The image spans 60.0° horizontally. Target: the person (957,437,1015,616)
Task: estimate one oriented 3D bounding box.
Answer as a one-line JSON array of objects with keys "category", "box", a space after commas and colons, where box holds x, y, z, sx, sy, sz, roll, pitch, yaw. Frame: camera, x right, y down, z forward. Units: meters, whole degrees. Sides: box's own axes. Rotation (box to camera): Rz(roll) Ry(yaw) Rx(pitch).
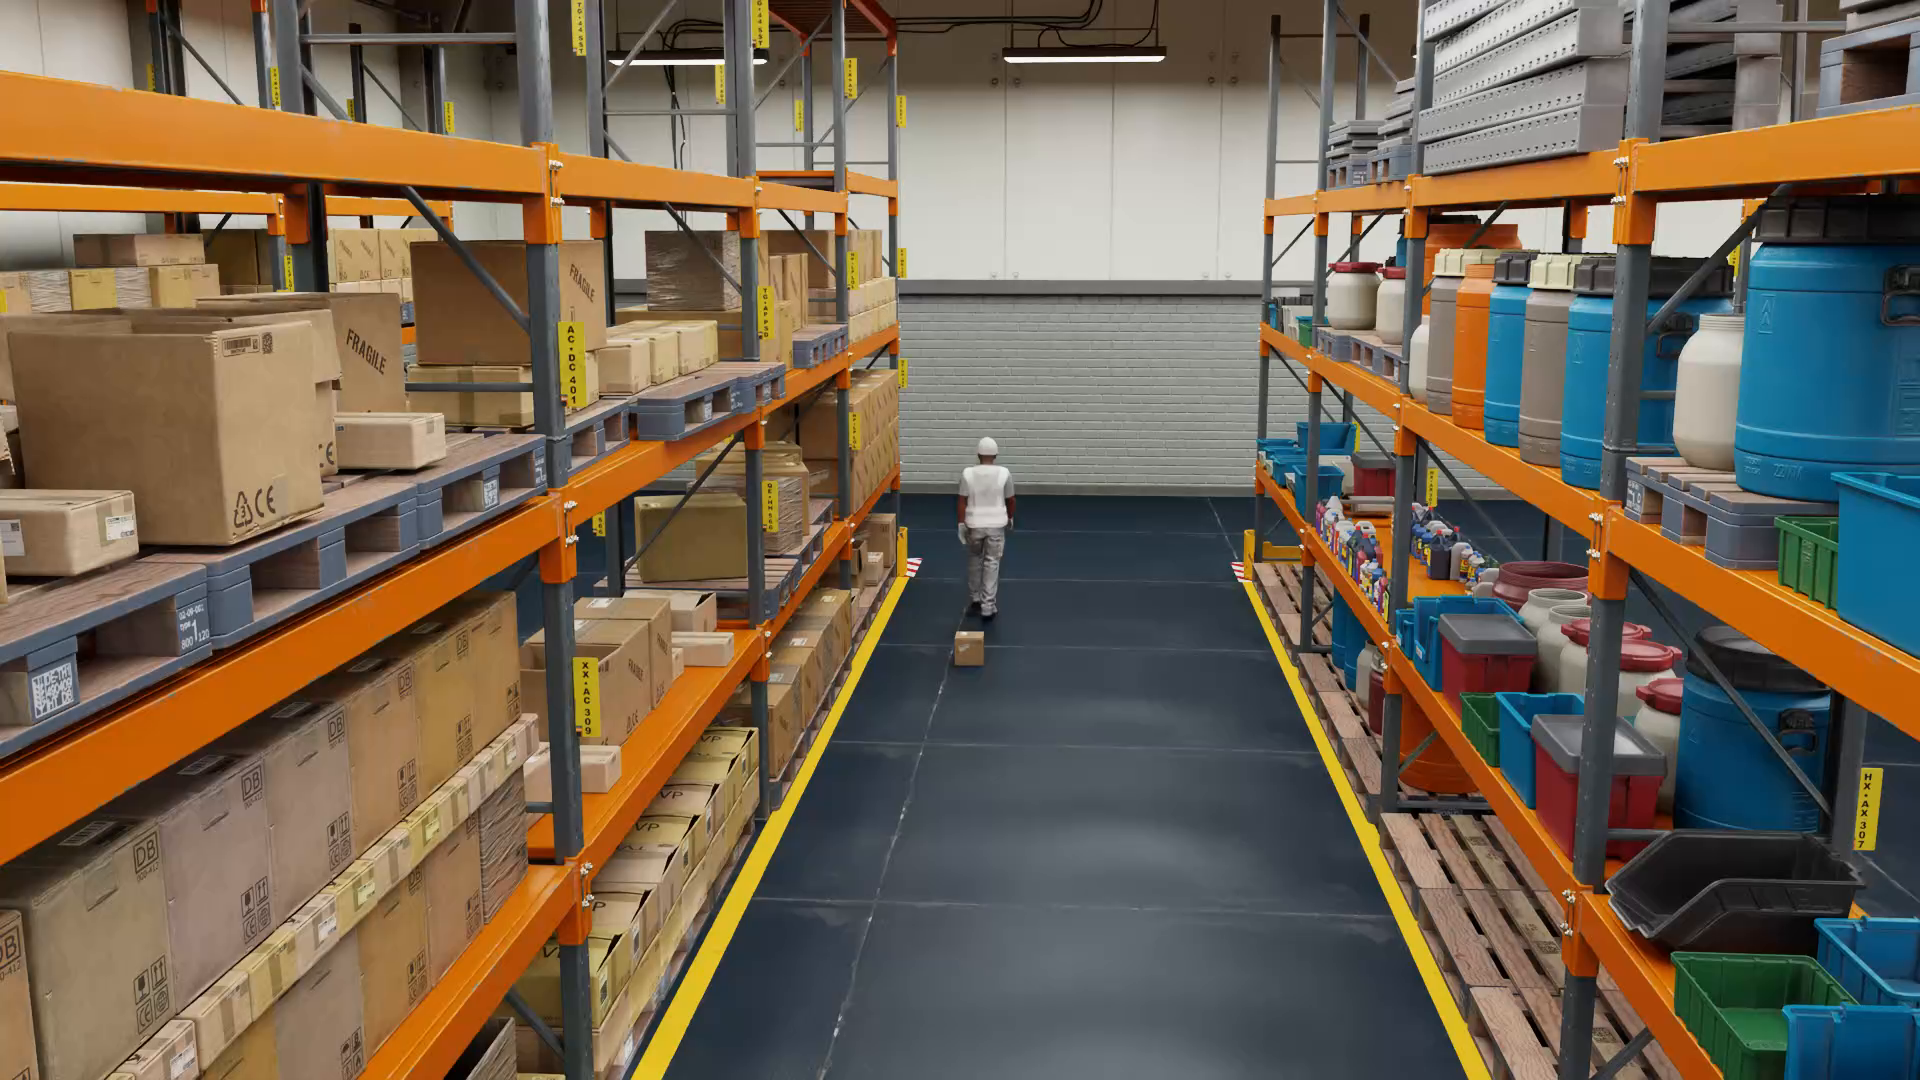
[{"category": "person", "box": [0.274, -0.167, 16.688, 0.566, 1.759, 0.924, 1, 11, 5]}]
